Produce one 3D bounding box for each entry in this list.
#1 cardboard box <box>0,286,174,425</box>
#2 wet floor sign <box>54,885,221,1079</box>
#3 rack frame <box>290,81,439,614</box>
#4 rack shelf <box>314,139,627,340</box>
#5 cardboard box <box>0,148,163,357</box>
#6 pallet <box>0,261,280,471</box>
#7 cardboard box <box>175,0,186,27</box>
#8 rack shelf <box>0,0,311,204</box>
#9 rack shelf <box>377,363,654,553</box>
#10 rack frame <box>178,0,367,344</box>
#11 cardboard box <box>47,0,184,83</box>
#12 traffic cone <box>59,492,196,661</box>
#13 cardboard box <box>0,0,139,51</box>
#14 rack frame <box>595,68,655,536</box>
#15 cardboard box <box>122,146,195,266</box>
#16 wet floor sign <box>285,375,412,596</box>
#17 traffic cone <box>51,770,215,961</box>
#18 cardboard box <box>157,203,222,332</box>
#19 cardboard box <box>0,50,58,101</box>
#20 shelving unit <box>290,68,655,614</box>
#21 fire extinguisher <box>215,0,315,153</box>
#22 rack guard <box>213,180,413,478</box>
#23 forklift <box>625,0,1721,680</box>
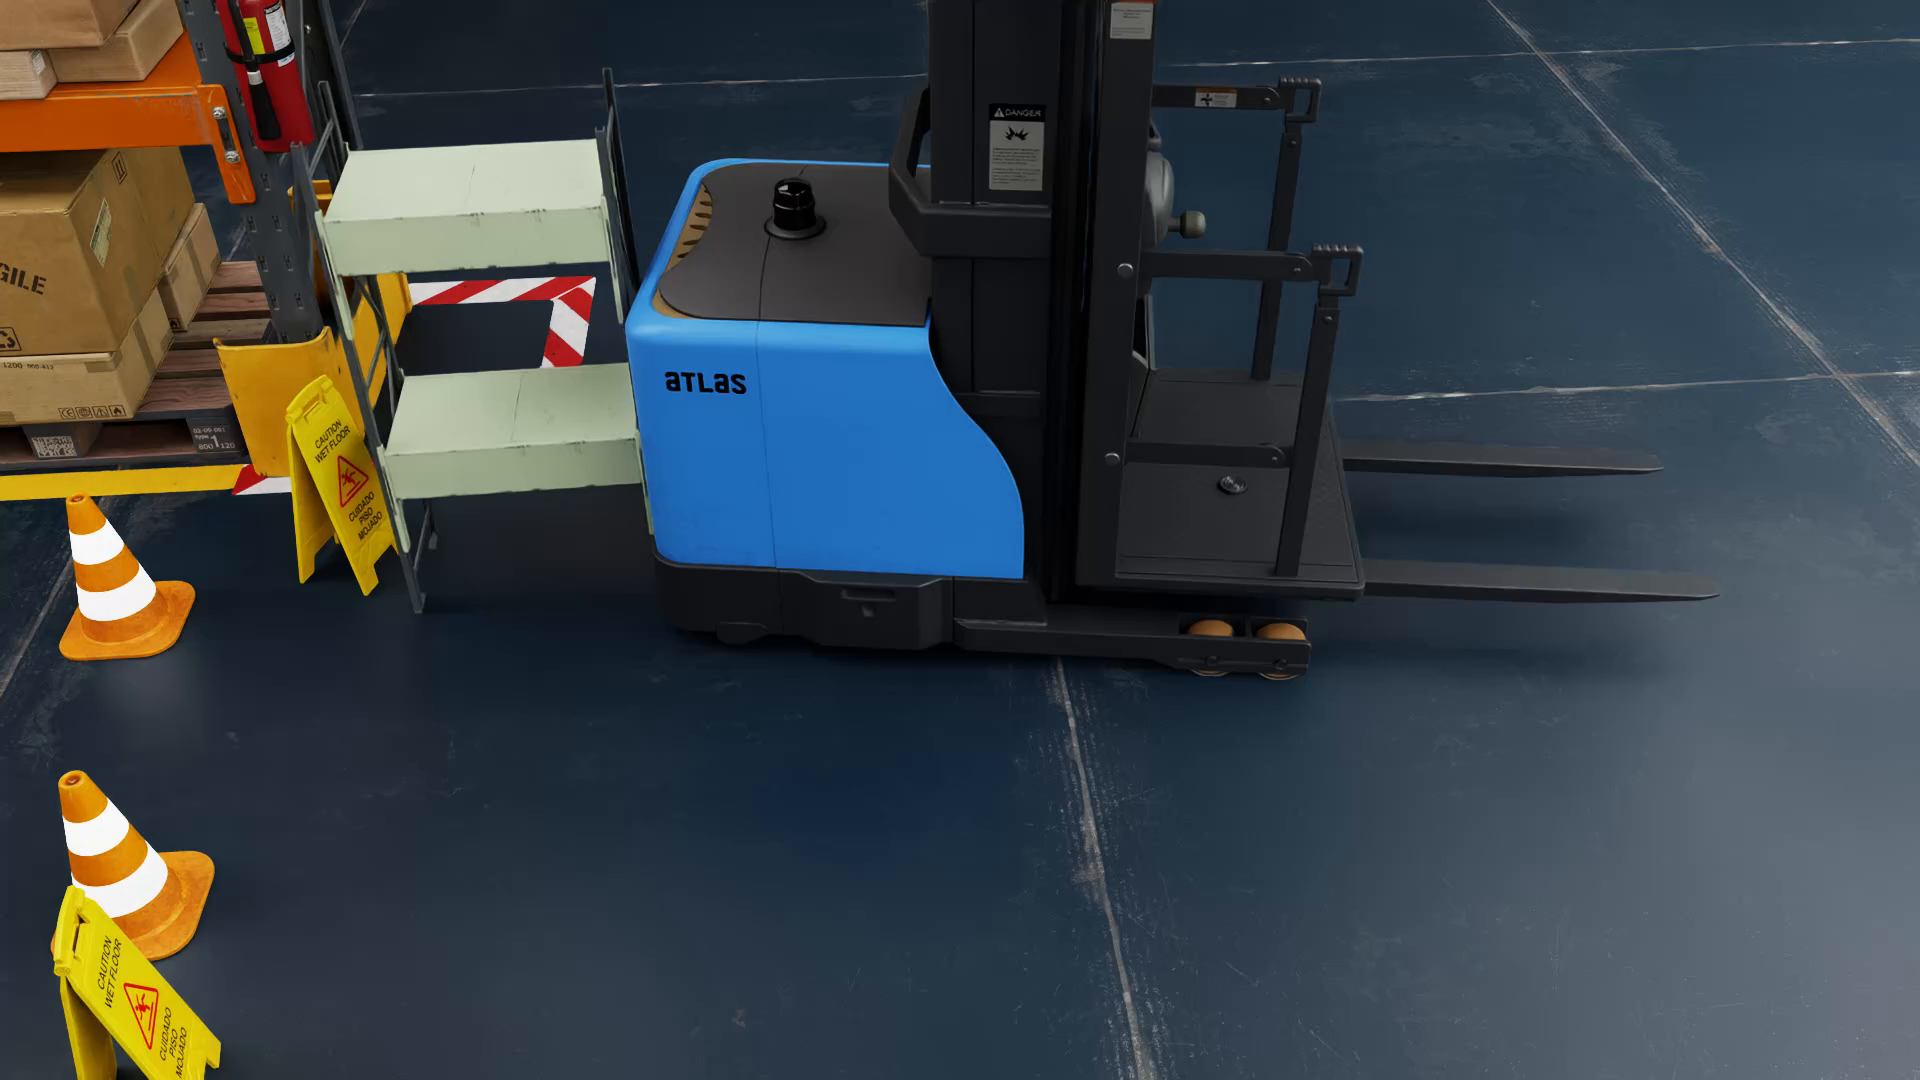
[{"bbox_3d":[-2.960,-0.629,5.506,0.500,0.250,0.500,-3,38,-4],"label":"cardboard box"},{"bbox_3d":[-1.762,0.995,3.468,0.232,0.644,0.267,-9,39,-12],"label":"wet floor sign"},{"bbox_3d":[-1.641,-0.490,4.661,0.023,1.500,0.400,-4,38,-5],"label":"rack frame"},{"bbox_3d":[-1.278,-0.823,4.453,0.720,0.370,0.431,-4,38,-5],"label":"rack shelf"},{"bbox_3d":[-2.930,-0.930,5.282,0.500,0.500,0.500,-3,38,-4],"label":"cardboard box"},{"bbox_3d":[-3.043,-0.633,5.882,1.213,0.211,1.003,-3,38,-4],"label":"pallet"},{"bbox_3d":[-2.512,-1.765,5.269,0.250,0.149,0.380,-3,38,-4],"label":"cardboard box"},{"bbox_3d":[-4.147,-1.363,5.136,4.000,0.370,1.077,-3,38,-4],"label":"rack shelf"},{"bbox_3d":[-1.278,-0.261,4.896,0.720,0.370,0.431,-4,38,-5],"label":"rack shelf"},{"bbox_3d":[-2.155,-1.755,5.052,0.127,3.000,1.000,-3,38,-4],"label":"rack frame"},{"bbox_3d":[-2.508,-1.504,4.937,0.250,0.149,0.380,-2,38,-2],"label":"cardboard box"},{"bbox_3d":[-2.469,0.061,4.800,0.334,0.463,0.336,-3,38,-4],"label":"traffic cone"},{"bbox_3d":[-2.671,-1.711,4.676,0.500,0.500,0.500,-4,38,-5],"label":"cardboard box"},{"bbox_3d":[-0.914,-0.543,4.728,0.023,1.500,0.400,-4,38,-5],"label":"rack frame"},{"bbox_3d":[-3.006,-1.259,5.700,0.500,0.500,0.500,-4,38,-5],"label":"cardboard box"},{"bbox_3d":[-1.871,-0.181,4.958,0.232,0.644,0.267,9,39,12],"label":"wet floor sign"},{"bbox_3d":[-2.032,0.727,3.955,0.334,0.463,0.336,-3,38,-4],"label":"traffic cone"},{"bbox_3d":[-2.983,-0.967,5.934,0.500,0.250,0.500,-3,38,-4],"label":"cardboard box"},{"bbox_3d":[-2.751,-1.421,4.833,0.250,0.149,0.380,-4,38,-5],"label":"cardboard box"},{"bbox_3d":[-1.278,-0.517,4.694,0.755,1.500,0.431,-4,38,-5],"label":"shelving unit"},{"bbox_3d":[-2.000,-1.446,4.724,0.183,0.674,0.296,-3,38,-4],"label":"fire extinguisher"},{"bbox_3d":[-2.231,-0.769,5.821,0.348,0.500,1.175,-3,38,-4],"label":"rack guard"},{"bbox_3d":[0.663,-1.094,4.270,3.031,2.935,1.130,3,38,3],"label":"forklift"}]
